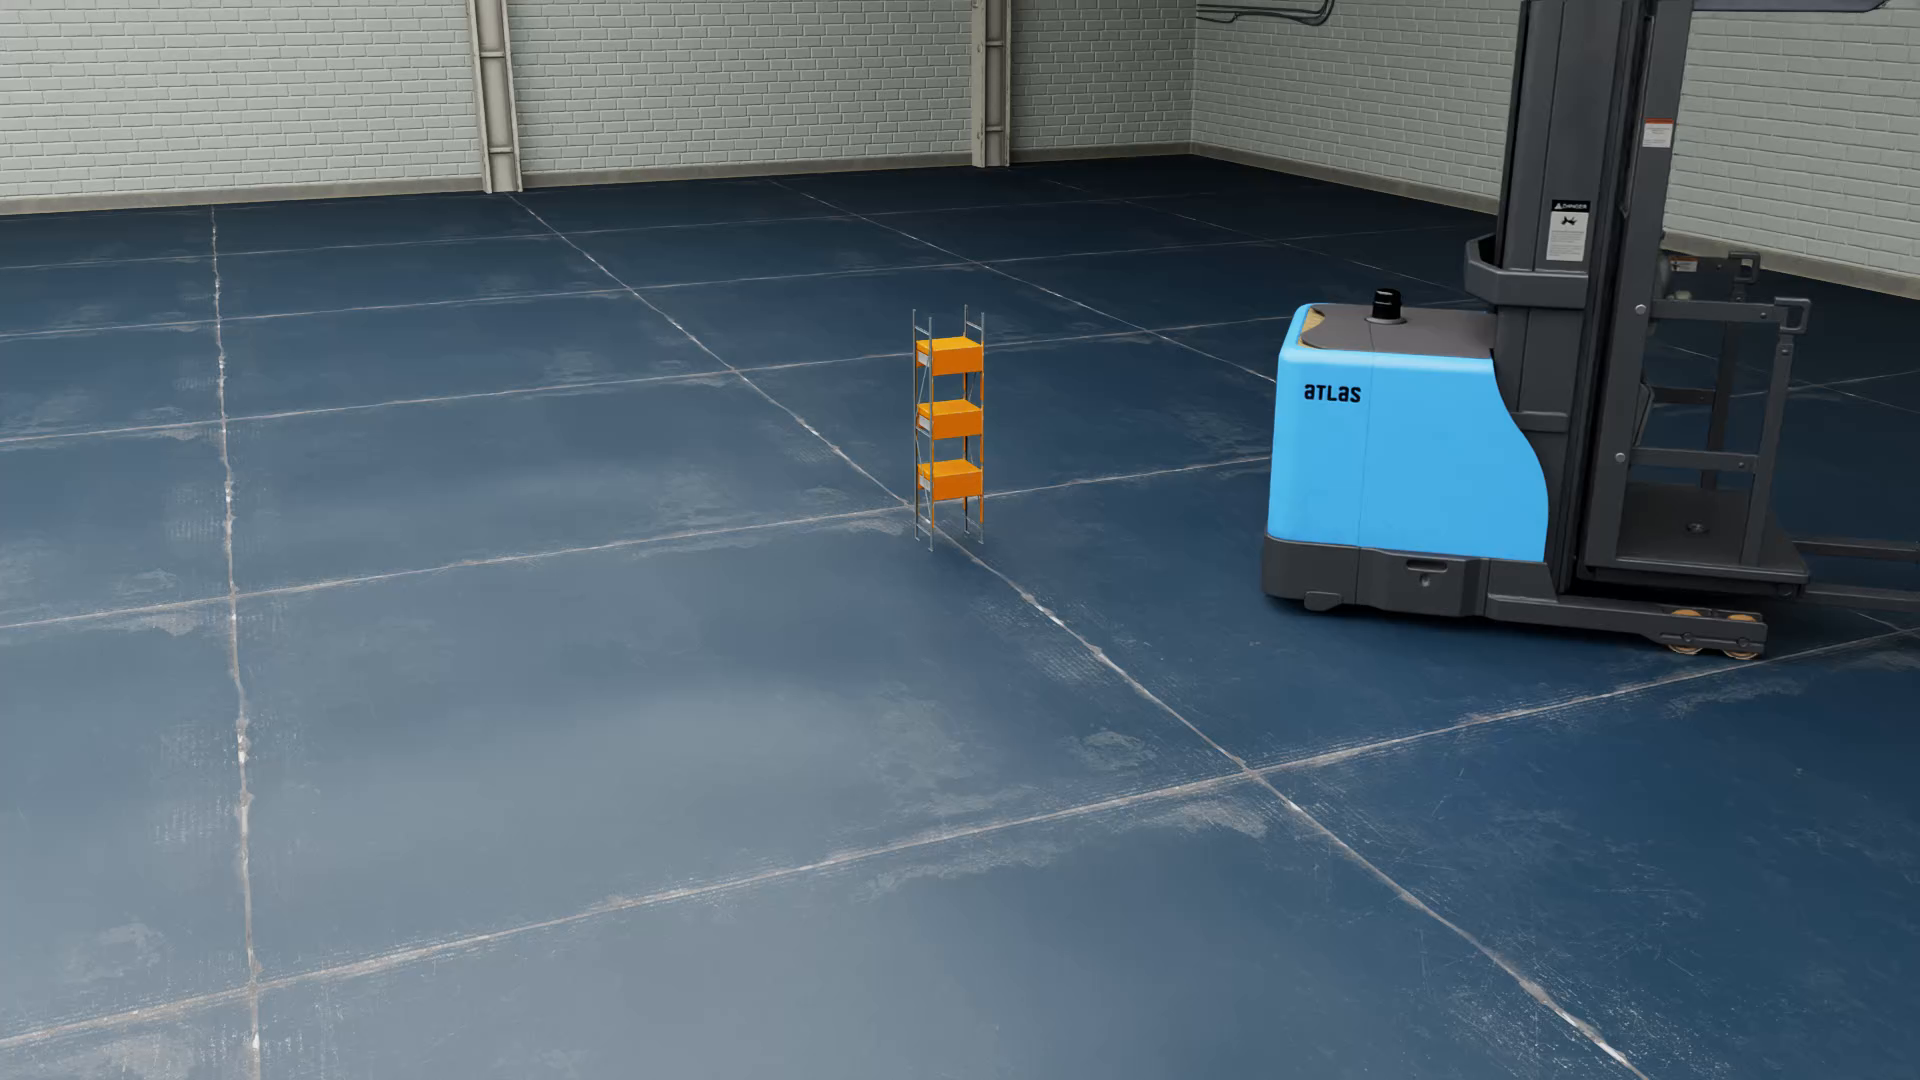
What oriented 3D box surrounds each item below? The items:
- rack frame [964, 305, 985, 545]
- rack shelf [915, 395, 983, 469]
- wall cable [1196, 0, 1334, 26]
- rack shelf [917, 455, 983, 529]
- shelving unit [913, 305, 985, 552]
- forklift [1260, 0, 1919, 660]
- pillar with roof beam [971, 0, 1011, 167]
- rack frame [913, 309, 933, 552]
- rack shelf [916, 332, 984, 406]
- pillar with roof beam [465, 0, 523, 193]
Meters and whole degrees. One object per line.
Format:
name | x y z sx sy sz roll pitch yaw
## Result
rack frame | 0.063 -0.504 7.373 0.008 1.050 0.200 -8 21 -22
rack shelf | -0.049 -0.478 7.331 0.240 0.259 0.215 -8 21 -22
wall cable | 3.612 -7.472 19.870 0.112 2.526 3.097 -8 21 -22
rack shelf | -0.049 -0.216 7.423 0.240 0.259 0.215 -8 21 -22
shelving unit | -0.049 -0.488 7.328 0.252 1.050 0.215 -8 21 -22
forklift | 2.795 -1.129 6.316 3.031 2.935 1.130 5 20 14
pillar with roof beam | 2.089 -7.640 15.670 0.400 9.000 9.100 -8 21 -22
rack frame | -0.161 -0.472 7.282 0.008 1.050 0.200 -8 21 -22
rack shelf | -0.049 -0.746 7.237 0.240 0.259 0.215 -8 21 -22
pillar with roof beam | -3.420 -6.851 13.429 0.400 9.000 9.100 -8 21 -22
